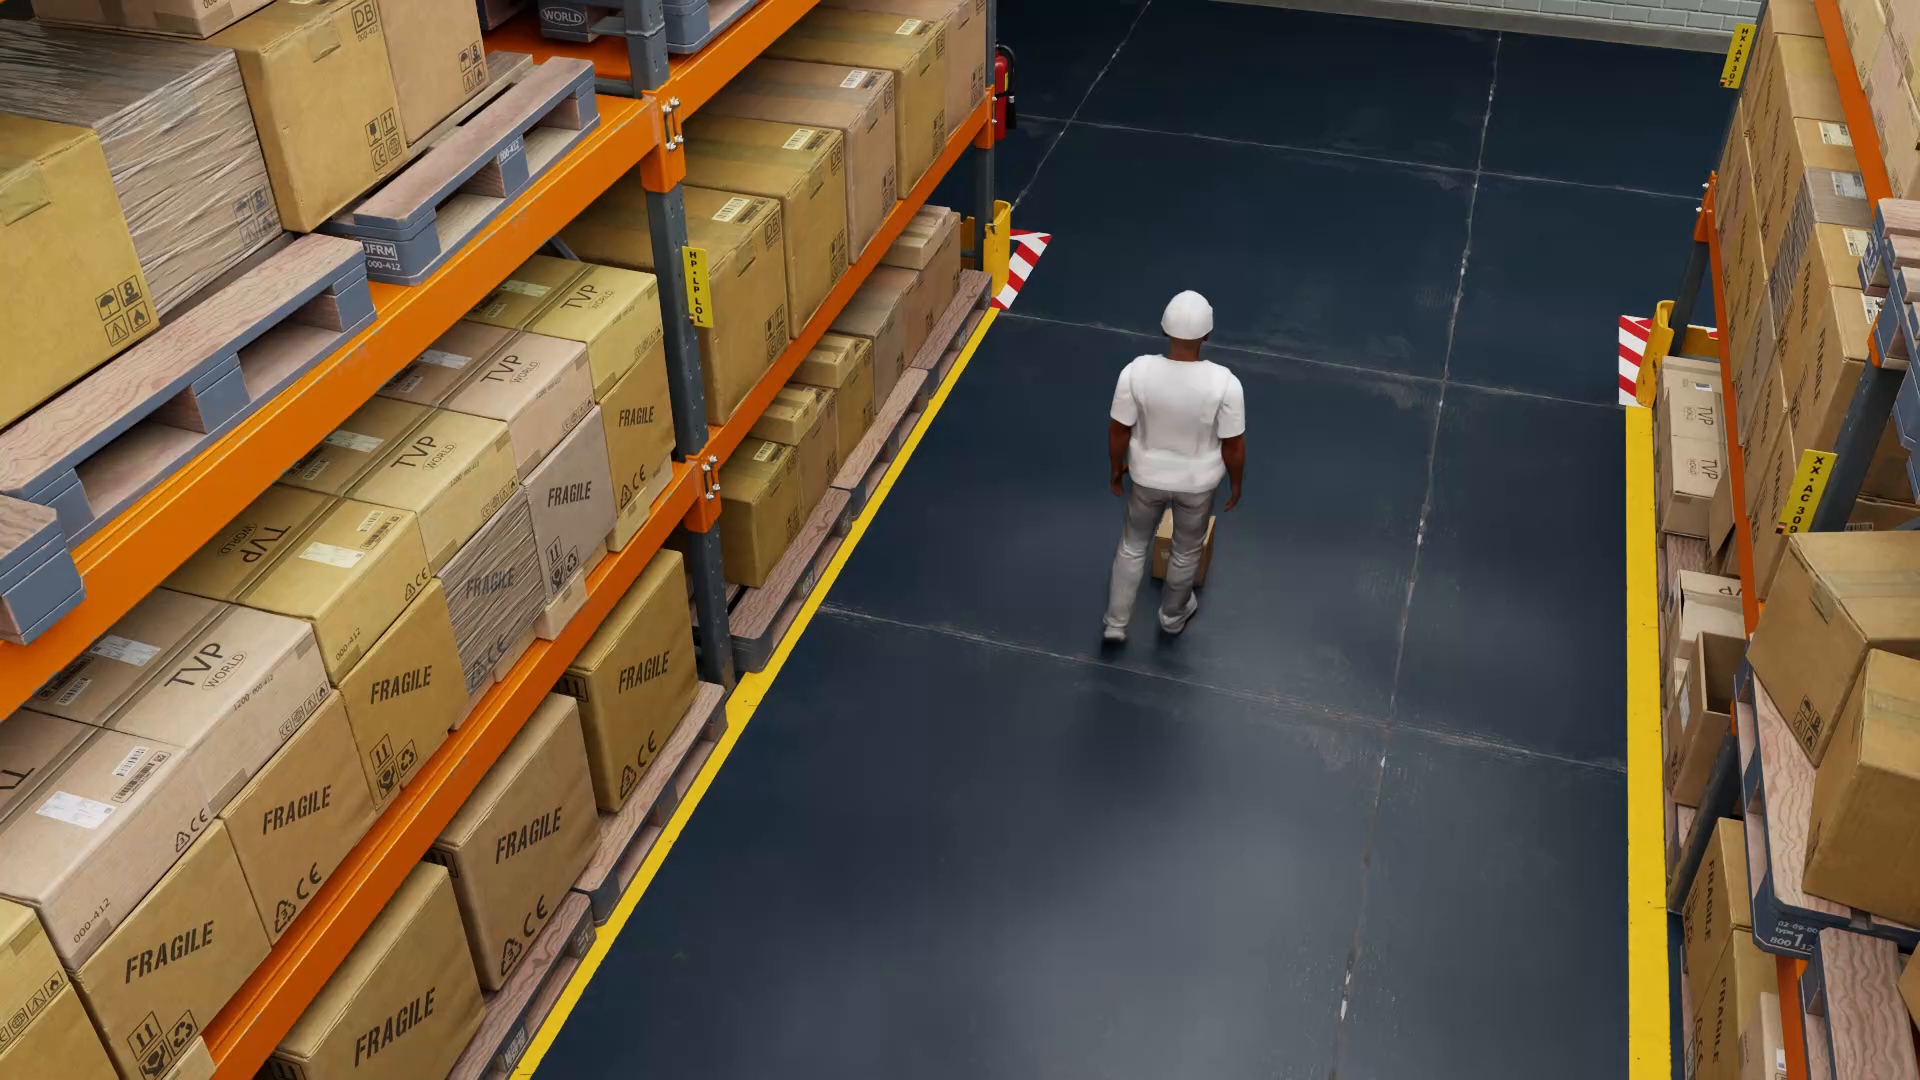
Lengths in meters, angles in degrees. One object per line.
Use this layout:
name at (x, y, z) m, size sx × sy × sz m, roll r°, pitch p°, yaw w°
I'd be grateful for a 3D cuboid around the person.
person at (0.944, -0.273, 7.290) m, size 0.585 × 1.834 × 0.516 m, roll 11°, pitch 38°, yaw 14°
